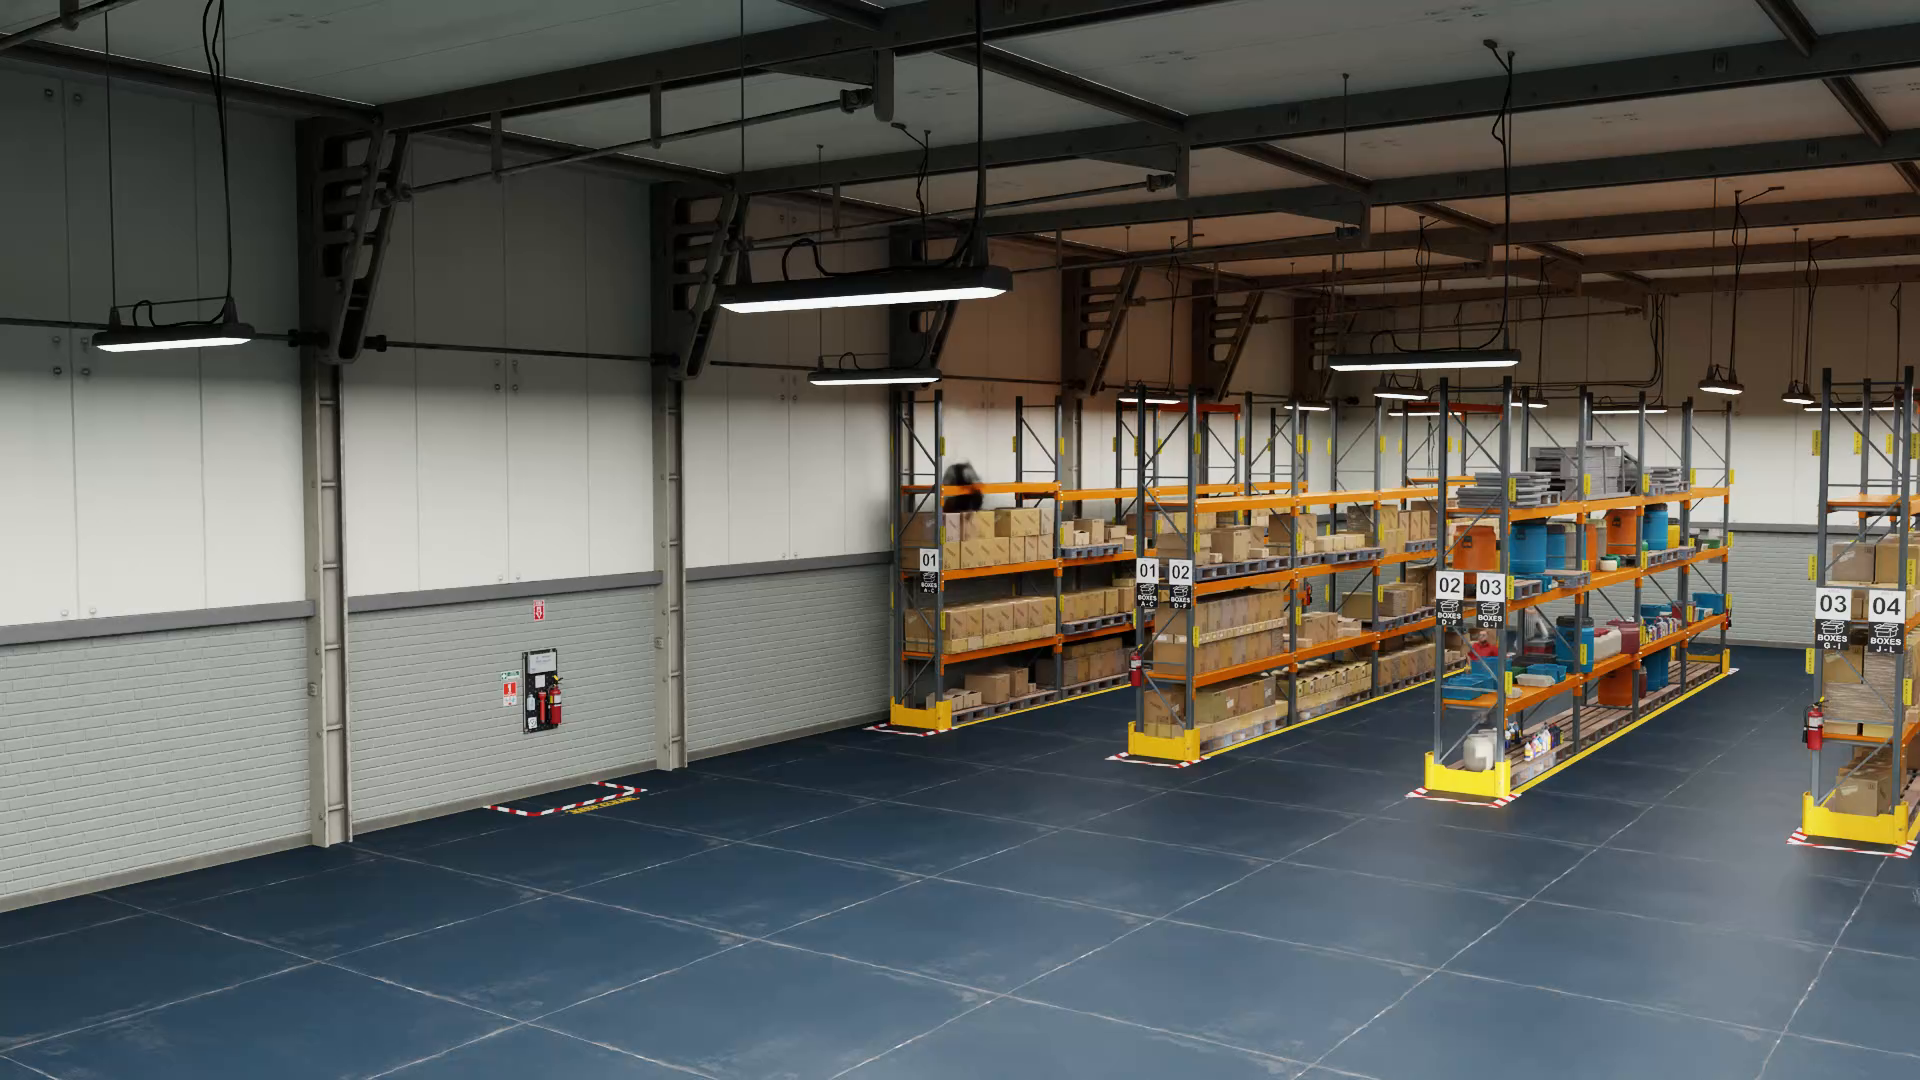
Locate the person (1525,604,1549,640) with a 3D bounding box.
[{"bbox_3d":[13.747,1.946,39.879,0.595,1.653,0.943,-1,3,-21],"label":"person"}]

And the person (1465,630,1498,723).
[{"bbox_3d":[9.383,2.461,29.947,0.656,1.682,0.628,2,4,33],"label":"person"}]
